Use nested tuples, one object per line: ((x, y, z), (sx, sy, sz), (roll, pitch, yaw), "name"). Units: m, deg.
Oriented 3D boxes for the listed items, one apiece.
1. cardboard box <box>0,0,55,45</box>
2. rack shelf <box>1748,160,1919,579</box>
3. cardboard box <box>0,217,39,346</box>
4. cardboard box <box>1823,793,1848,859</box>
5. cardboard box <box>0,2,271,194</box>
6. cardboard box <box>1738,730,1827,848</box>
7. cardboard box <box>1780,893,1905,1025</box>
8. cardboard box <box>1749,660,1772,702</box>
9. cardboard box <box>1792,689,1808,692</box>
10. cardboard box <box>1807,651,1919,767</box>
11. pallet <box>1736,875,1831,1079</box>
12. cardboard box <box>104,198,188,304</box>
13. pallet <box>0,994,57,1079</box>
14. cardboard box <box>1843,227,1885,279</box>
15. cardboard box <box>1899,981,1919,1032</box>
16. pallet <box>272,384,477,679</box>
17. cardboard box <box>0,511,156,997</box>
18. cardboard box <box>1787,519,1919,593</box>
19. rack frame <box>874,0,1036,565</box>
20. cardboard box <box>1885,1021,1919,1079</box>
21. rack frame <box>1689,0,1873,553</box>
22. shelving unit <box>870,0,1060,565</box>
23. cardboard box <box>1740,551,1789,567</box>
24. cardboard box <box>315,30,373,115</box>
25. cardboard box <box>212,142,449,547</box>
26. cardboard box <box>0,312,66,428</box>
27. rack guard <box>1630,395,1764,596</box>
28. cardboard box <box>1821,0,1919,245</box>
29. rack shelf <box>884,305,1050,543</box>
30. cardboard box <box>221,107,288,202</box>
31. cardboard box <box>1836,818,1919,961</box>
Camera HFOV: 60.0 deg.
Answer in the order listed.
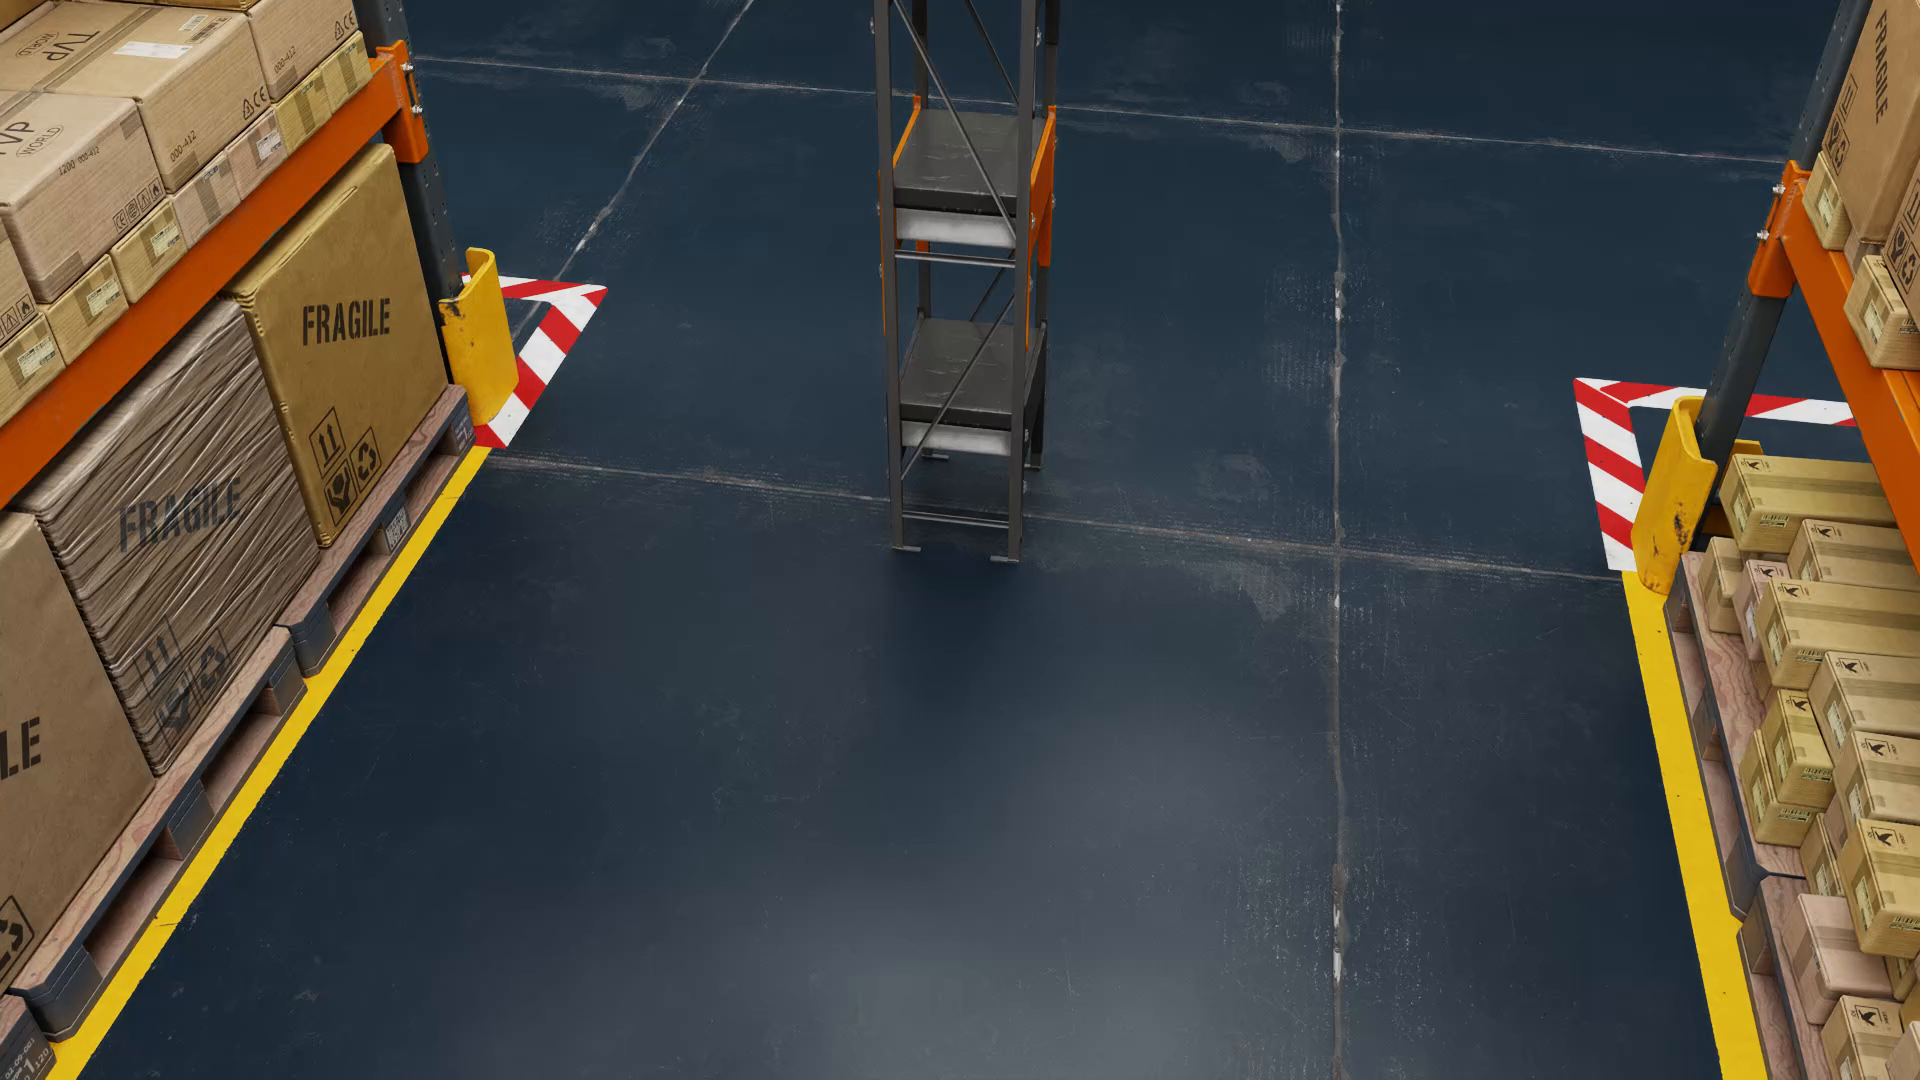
((-2.606, -1.155, 4.177), (0.500, 0.250, 0.500), (6, 40, 7), "cardboard box")
((2.348, 0.446, 2.921), (1.077, 0.370, 4.000), (6, 40, 8), "rack shelf")
((-2.258, -0.455, 3.331), (0.500, 0.250, 0.500), (6, 40, 8), "cardboard box")
((2.189, 0.692, 3.734), (0.380, 0.149, 0.250), (5, 40, 6), "cardboard box")
((-2.084, -1.102, 4.113), (0.500, 0.250, 0.500), (6, 40, 7), "cardboard box")
((2.135, 0.622, 4.051), (0.380, 0.149, 0.250), (7, 40, 8), "cardboard box")
((2.056, 0.940, 3.667), (0.380, 0.149, 0.250), (5, 40, 6), "cardboard box")
((2.324, 0.317, 4.420), (0.380, 0.149, 0.250), (6, 40, 7), "cardboard box")
((2.293, 0.365, 4.128), (0.380, 0.149, 0.250), (7, 40, 8), "cardboard box")
((2.209, 0.408, 3.844), (0.380, 0.149, 0.250), (5, 40, 5), "cardboard box")
((2.292, 1.305, 3.505), (1.003, 0.211, 1.213), (6, 40, 8), "pallet")
((-2.086, -0.699, 3.938), (0.380, 0.149, 0.250), (6, 40, 7), "cardboard box")
((-2.657, 1.420, 3.367), (1.003, 0.211, 1.213), (6, 40, 8), "pallet")
((2.312, -0.658, 3.889), (0.380, 0.149, 0.250), (8, 40, 9), "cardboard box")
((2.126, 1.035, 3.319), (0.380, 0.149, 0.250), (8, 40, 10), "cardboard box")
((-2.235, -0.111, 5.219), (1.003, 0.211, 1.213), (6, 40, 8), "pallet")
((-2.517, 0.501, 3.628), (0.875, 0.875, 0.875), (6, 40, 8), "cardboard box")
((2.340, 0.099, 4.217), (0.380, 0.149, 0.250), (7, 40, 8), "cardboard box")
((-0.014, -0.760, 4.521), (0.400, 2.100, 0.015), (6, 40, 8), "rack frame")
((1.961, 1.053, 3.063), (0.380, 0.149, 0.250), (5, 40, 6), "cardboard box")
((2.694, -1.086, 4.210), (1.000, 3.000, 0.127), (6, 40, 8), "rack frame")
((0.029, -0.913, 4.707), (0.431, 2.100, 0.503), (6, 40, 8), "shelving unit")
((2.351, 0.036, 4.526), (0.380, 0.149, 0.250), (8, 40, 10), "cardboard box")
((-1.911, -1.340, 4.714), (0.380, 0.149, 0.250), (7, 40, 9), "cardboard box")
((-2.205, -0.629, 4.995), (0.875, 0.875, 0.875), (6, 40, 8), "cardboard box")
((-2.175, -0.381, 3.554), (0.380, 0.149, 0.250), (7, 40, 9), "cardboard box")
((2.681, -0.075, 4.949), (1.175, 0.500, 0.348), (6, 40, 8), "rack guard")
((2.345, -0.988, 3.779), (0.500, 0.500, 0.500), (8, 40, 10), "cardboard box")
((0.029, -0.363, 5.161), (0.431, 0.518, 0.480), (6, 40, 8), "rack shelf")
((-1.999, -1.018, 4.325), (0.380, 0.149, 0.250), (6, 40, 8), "cardboard box")
((2.061, 0.741, 3.441), (0.380, 0.149, 0.250), (7, 40, 8), "cardboard box")
